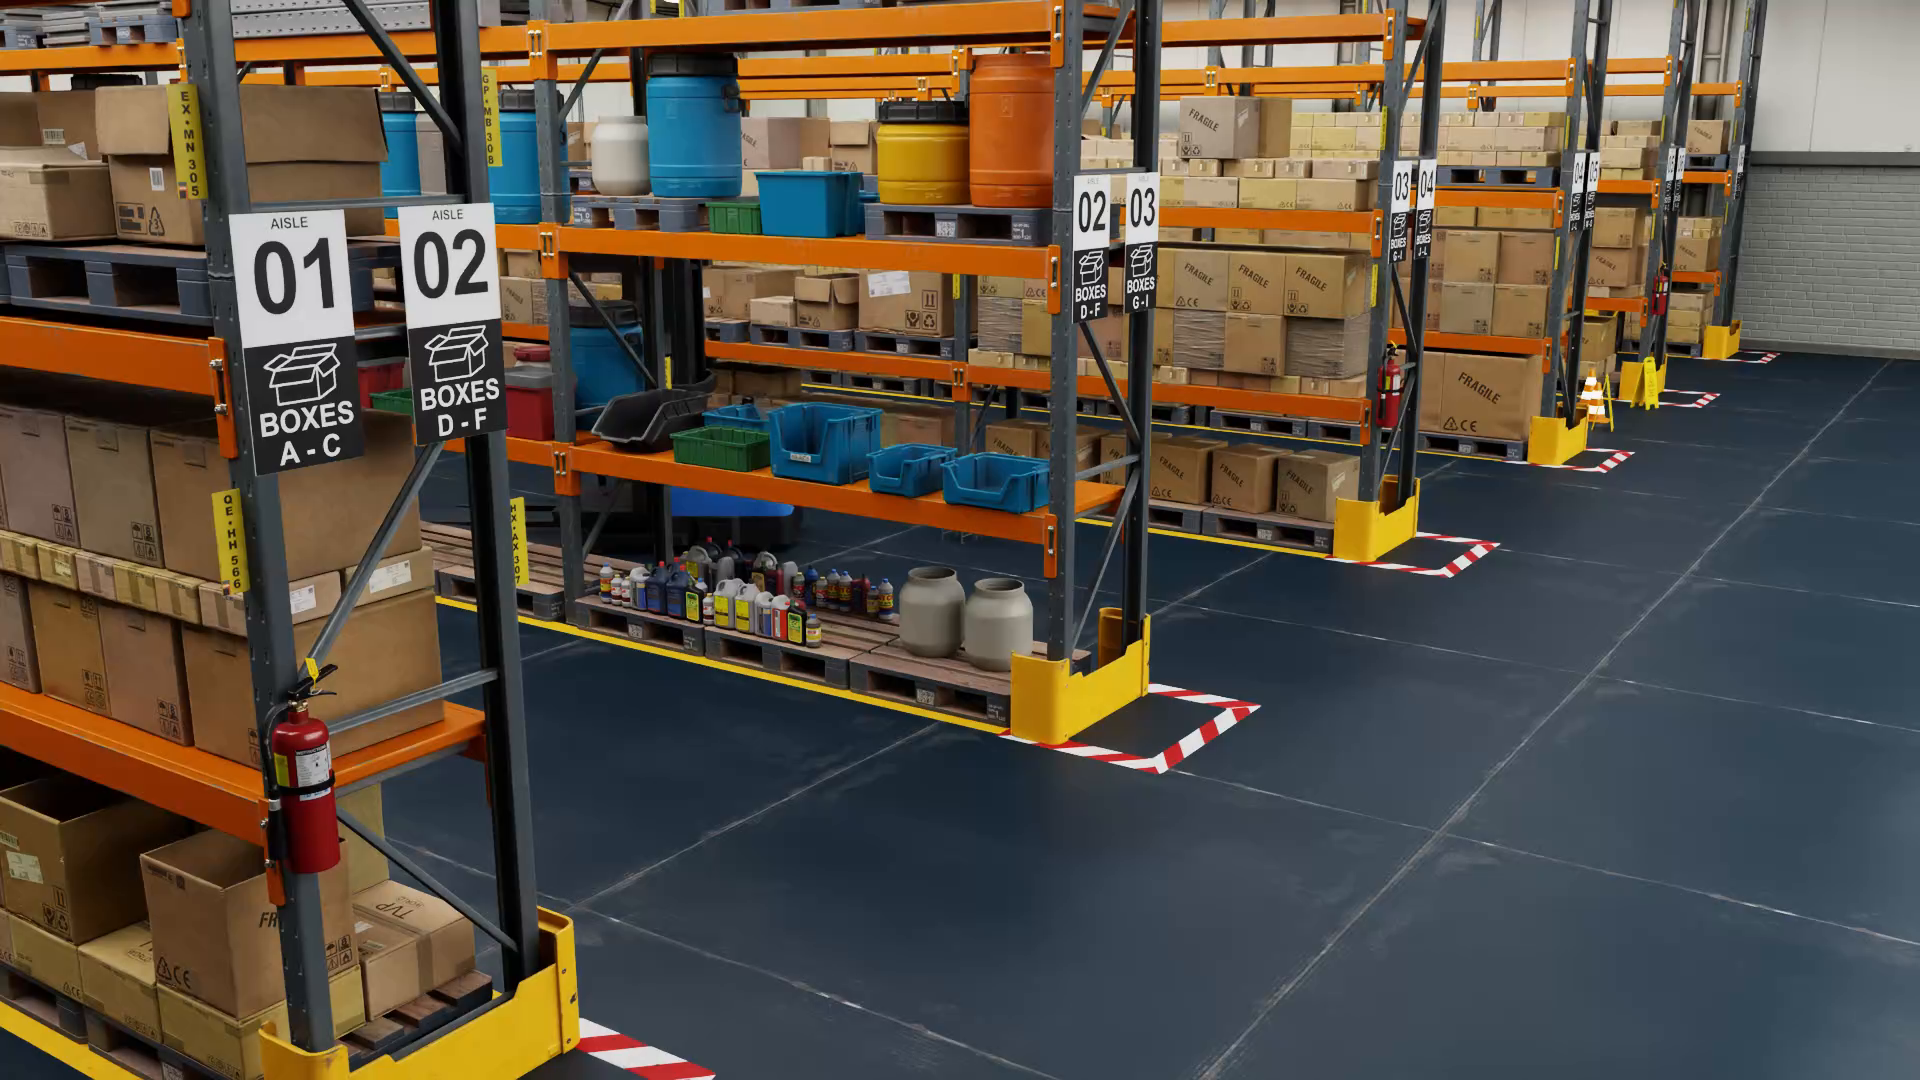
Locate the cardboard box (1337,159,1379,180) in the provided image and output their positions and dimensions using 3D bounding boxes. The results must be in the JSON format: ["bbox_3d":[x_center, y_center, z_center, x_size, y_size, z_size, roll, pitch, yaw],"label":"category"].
[{"bbox_3d":[3.188,-2.949,13.232,0.250,0.149,0.380,9,17,33],"label":"cardboard box"}]

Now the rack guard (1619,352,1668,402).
[{"bbox_3d":[9.060,-2.170,22.047,0.348,0.500,1.175,9,17,33],"label":"rack guard"}]

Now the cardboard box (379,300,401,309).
[{"bbox_3d":[-6.800,-2.860,20.156,0.250,0.149,0.380,9,17,33],"label":"cardboard box"}]

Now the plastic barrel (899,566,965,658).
[{"bbox_3d":[-0.176,0.454,10.549,0.421,0.512,0.421,0,14,0],"label":"plastic barrel"}]

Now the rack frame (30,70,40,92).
[{"bbox_3d":[-9.129,-4.931,15.514,0.127,3.000,1.000,9,17,33],"label":"rack frame"}]

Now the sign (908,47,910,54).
[{"bbox_3d":[-1.059,-10.059,33.958,0.005,0.325,0.100,9,17,33],"label":"sign"}]

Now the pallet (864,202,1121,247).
[{"bbox_3d":[0.197,-1.904,9.924,1.213,0.211,1.003,9,17,33],"label":"pallet"}]

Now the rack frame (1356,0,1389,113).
[{"bbox_3d":[5.804,-6.821,23.152,0.127,3.000,1.000,9,17,33],"label":"rack frame"}]

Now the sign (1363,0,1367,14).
[{"bbox_3d":[5.500,-7.240,22.571,0.005,0.325,0.100,9,17,33],"label":"sign"}]

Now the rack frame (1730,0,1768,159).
[{"bbox_3d":[11.891,-7.275,24.985,0.127,3.000,1.000,9,17,33],"label":"rack frame"}]

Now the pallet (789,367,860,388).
[{"bbox_3d":[-1.849,-2.360,23.419,1.213,0.211,1.003,9,17,33],"label":"pallet"}]

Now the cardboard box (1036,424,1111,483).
[{"bbox_3d":[1.063,-0.787,15.588,0.500,0.500,0.500,-11,17,-36],"label":"cardboard box"}]

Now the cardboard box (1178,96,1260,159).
[{"bbox_3d":[2.165,-3.446,13.891,0.500,0.500,0.500,9,17,33],"label":"cardboard box"}]

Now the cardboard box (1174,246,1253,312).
[{"bbox_3d":[2.167,-2.233,14.194,0.500,0.500,0.500,9,17,33],"label":"cardboard box"}]

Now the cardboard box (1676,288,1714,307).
[{"bbox_3d":[11.598,-3.820,26.279,0.500,0.250,0.500,9,16,32],"label":"cardboard box"}]

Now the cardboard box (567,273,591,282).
[{"bbox_3d":[-4.182,-3.194,18.690,0.637,0.503,0.797,10,17,34],"label":"cardboard box"}]

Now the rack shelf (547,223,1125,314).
[{"bbox_3d":[-0.831,-1.784,10.544,4.000,0.370,1.077,9,17,33],"label":"rack shelf"}]

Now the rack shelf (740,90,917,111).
[{"bbox_3d":[-2.493,-7.619,28.704,4.000,0.370,1.077,9,17,33],"label":"rack shelf"}]

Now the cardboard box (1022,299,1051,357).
[{"bbox_3d":[1.008,-1.979,15.250,0.500,0.500,0.875,9,17,33],"label":"cardboard box"}]

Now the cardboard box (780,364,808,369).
[{"bbox_3d":[-2.165,-2.682,23.243,0.500,0.500,0.500,10,17,34],"label":"cardboard box"}]

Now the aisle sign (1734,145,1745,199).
[{"bbox_3d":[11.781,-5.558,25.121,0.004,0.787,0.394,9,17,33],"label":"aisle sign"}]

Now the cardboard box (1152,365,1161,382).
[{"bbox_3d":[1.769,-1.500,14.661,0.250,0.149,0.380,9,17,33],"label":"cardboard box"}]

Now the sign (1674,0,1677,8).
[{"bbox_3d":[8.797,-6.707,20.418,0.005,0.325,0.100,9,17,33],"label":"sign"}]

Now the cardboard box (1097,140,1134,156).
[{"bbox_3d":[1.978,-4.666,19.918,0.500,0.250,0.500,9,17,32],"label":"cardboard box"}]

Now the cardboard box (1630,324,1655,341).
[{"bbox_3d":[10.917,-3.301,26.263,0.500,0.250,0.500,9,17,33],"label":"cardboard box"}]

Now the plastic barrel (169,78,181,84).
[{"bbox_3d":[-6.279,-3.427,13.916,0.708,0.830,0.600,9,17,33],"label":"plastic barrel"}]

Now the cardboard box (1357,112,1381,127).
[{"bbox_3d":[4.500,-4.562,18.047,0.250,0.149,0.380,9,17,33],"label":"cardboard box"}]

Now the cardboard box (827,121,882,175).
[{"bbox_3d":[-0.843,-3.852,16.312,0.637,0.503,0.797,10,17,35],"label":"cardboard box"}]

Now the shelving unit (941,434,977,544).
[{"bbox_3d":[-0.007,-0.438,14.219,0.210,0.900,0.258,9,17,33],"label":"shelving unit"}]

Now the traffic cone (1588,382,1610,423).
[{"bbox_3d":[7.709,-1.675,20.126,0.334,0.463,0.336,9,17,33],"label":"traffic cone"}]

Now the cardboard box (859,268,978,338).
[{"bbox_3d":[-0.307,-2.563,16.311,1.000,1.000,1.000,9,17,33],"label":"cardboard box"}]

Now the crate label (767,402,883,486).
[{"bbox_3d":[-0.850,-0.619,10.509,0.616,0.435,0.502,9,17,33],"label":"crate label"}]

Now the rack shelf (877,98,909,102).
[{"bbox_3d":[0.274,-8.802,32.656,4.000,0.370,1.077,9,17,33],"label":"rack shelf"}]

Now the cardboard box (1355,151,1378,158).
[{"bbox_3d":[4.500,-4.175,18.143,0.250,0.149,0.380,9,17,34],"label":"cardboard box"}]

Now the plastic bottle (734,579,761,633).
[{"bbox_3d":[-1.389,0.425,10.962,0.185,0.351,0.144,10,17,35],"label":"plastic bottle"}]

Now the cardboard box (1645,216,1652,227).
[{"bbox_3d":[10.857,-4.982,26.028,0.250,0.149,0.380,9,17,33],"label":"cardboard box"}]

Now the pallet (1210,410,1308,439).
[{"bbox_3d":[3.713,-1.438,19.691,1.213,0.211,1.003,9,17,33],"label":"pallet"}]

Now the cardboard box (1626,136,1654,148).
[{"bbox_3d":[8.678,-5.080,21.225,0.250,0.149,0.380,9,17,33],"label":"cardboard box"}]

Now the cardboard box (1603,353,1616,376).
[{"bbox_3d":[8.609,-2.405,22.646,0.500,0.250,0.500,9,17,32],"label":"cardboard box"}]

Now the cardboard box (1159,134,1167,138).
[{"bbox_3d":[3.725,-7.318,30.265,0.250,0.149,0.380,9,17,33],"label":"cardboard box"}]

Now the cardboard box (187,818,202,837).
[{"bbox_3d":[-3.098,1.097,6.936,0.500,0.500,0.500,9,17,33],"label":"cardboard box"}]

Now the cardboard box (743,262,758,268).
[{"bbox_3d":[-2.796,-3.815,23.140,0.250,0.149,0.380,9,17,33],"label":"cardboard box"}]

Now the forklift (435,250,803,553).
[{"bbox_3d":[-2.913,-1.439,14.039,3.031,2.935,1.130,0,14,0],"label":"forklift"}]

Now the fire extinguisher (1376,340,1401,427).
[{"bbox_3d":[3.431,-1.252,13.300,0.183,0.674,0.296,9,17,33],"label":"fire extinguisher"}]

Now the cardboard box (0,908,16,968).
[{"bbox_3d":[-3.800,1.497,6.882,0.500,0.250,0.500,9,17,33],"label":"cardboard box"}]

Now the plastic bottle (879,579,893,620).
[{"bbox_3d":[-0.502,0.396,11.243,0.097,0.271,0.097,0,14,0],"label":"plastic bottle"}]

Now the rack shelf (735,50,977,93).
[{"bbox_3d":[-1.386,-4.570,16.388,4.000,0.370,1.077,9,17,33],"label":"rack shelf"}]

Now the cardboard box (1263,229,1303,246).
[{"bbox_3d":[3.934,-3.399,19.251,0.550,0.550,0.875,9,17,33],"label":"cardboard box"}]

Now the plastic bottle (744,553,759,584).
[{"bbox_3d":[-1.478,0.227,11.899,0.133,0.283,0.061,11,17,37],"label":"plastic bottle"}]

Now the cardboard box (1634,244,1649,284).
[{"bbox_3d":[8.885,-3.685,22.138,0.500,0.500,0.500,9,16,32],"label":"cardboard box"}]

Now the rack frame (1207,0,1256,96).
[{"bbox_3d":[3.126,-5.821,19.110,0.127,3.000,1.000,9,17,33],"label":"rack frame"}]

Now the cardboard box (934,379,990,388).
[{"bbox_3d":[0.262,-2.457,21.816,0.750,0.750,1.050,9,16,32],"label":"cardboard box"}]

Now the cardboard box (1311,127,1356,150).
[{"bbox_3d":[4.214,-4.432,18.355,0.500,0.250,0.500,9,16,32],"label":"cardboard box"}]

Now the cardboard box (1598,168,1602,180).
[{"bbox_3d":[8.245,-4.768,21.623,0.250,0.149,0.380,10,17,34],"label":"cardboard box"}]

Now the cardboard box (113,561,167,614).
[{"bbox_3d":[-2.793,0.132,5.989,0.250,0.149,0.380,9,16,32],"label":"cardboard box"}]

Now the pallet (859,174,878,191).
[{"bbox_3d":[-1.041,-3.541,16.532,1.003,0.211,1.213,9,17,33],"label":"pallet"}]
